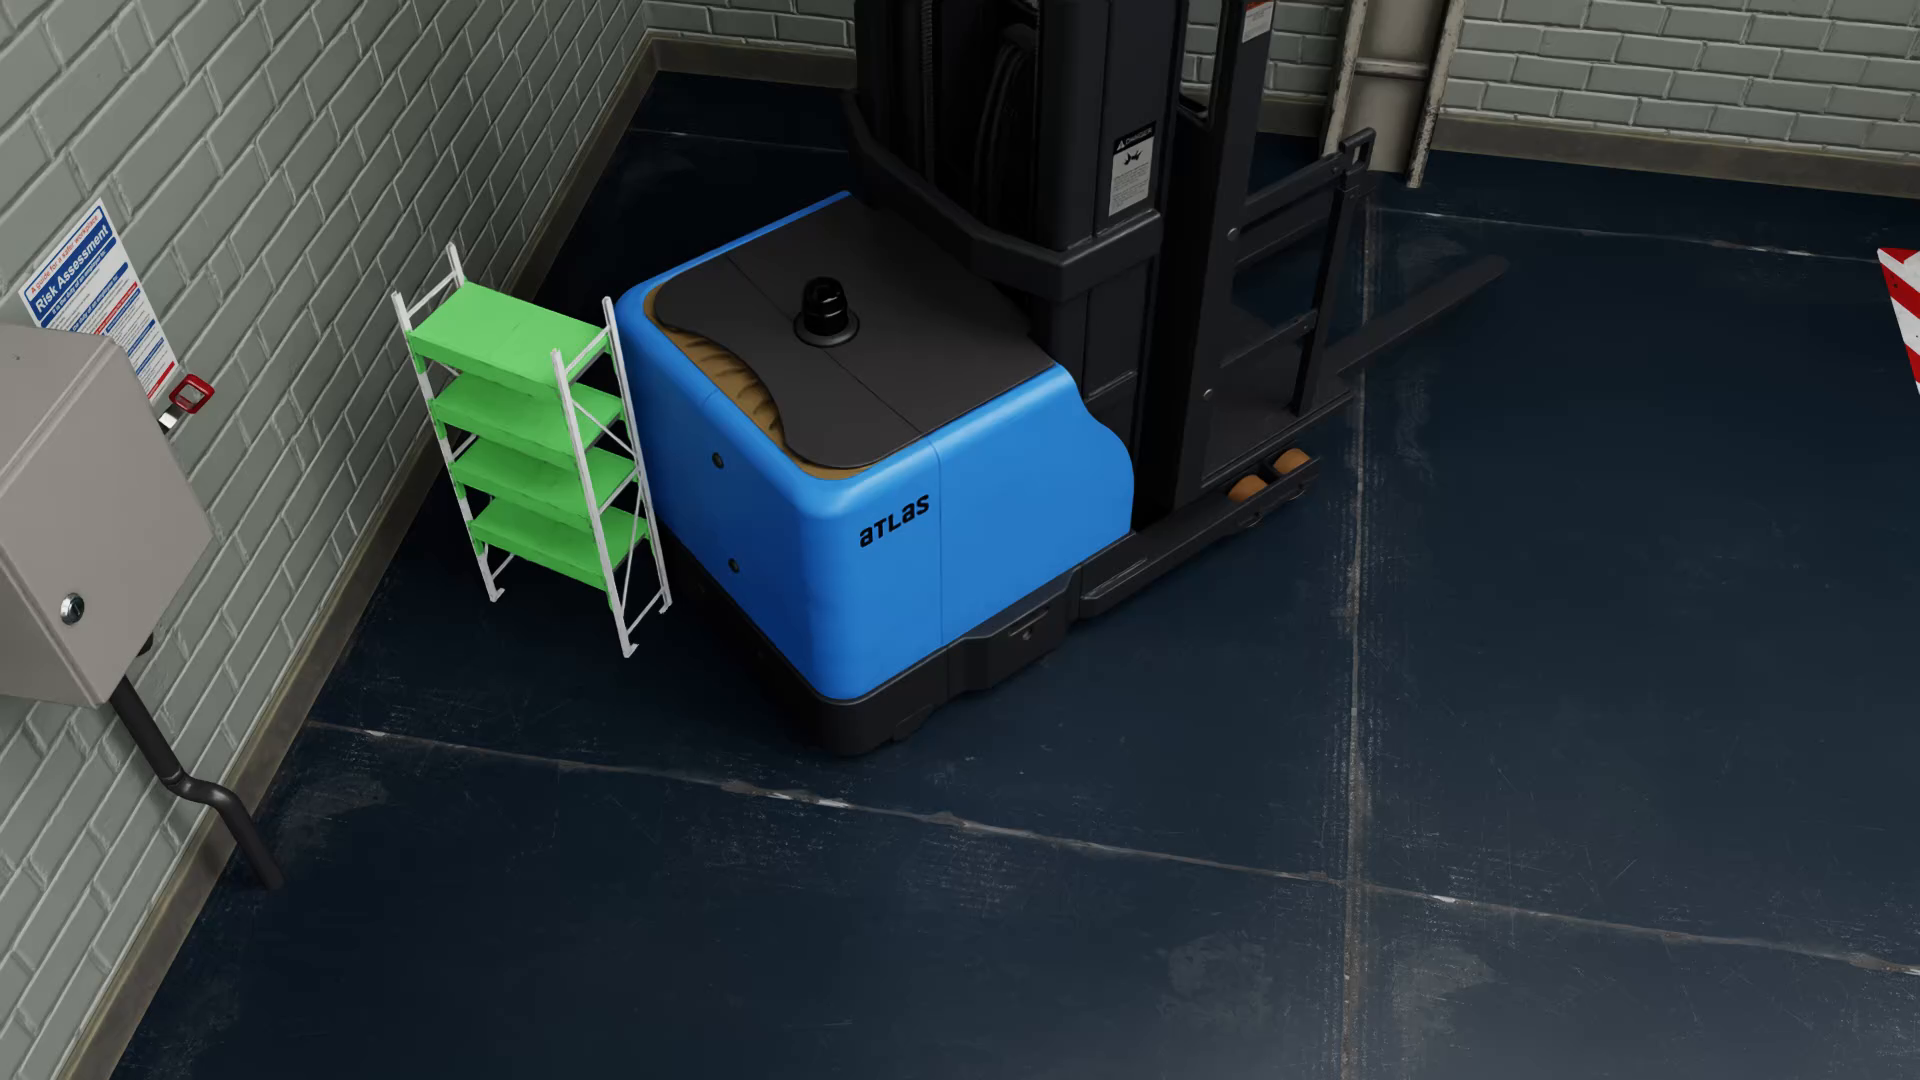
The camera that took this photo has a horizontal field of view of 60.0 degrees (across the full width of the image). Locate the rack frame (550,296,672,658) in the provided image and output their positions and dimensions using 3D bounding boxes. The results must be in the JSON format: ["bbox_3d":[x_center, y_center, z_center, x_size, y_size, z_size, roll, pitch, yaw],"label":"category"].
[{"bbox_3d":[-0.938,-0.131,4.561,0.015,1.200,0.240,20,51,17],"label":"rack frame"}]

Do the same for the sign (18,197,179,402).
[{"bbox_3d":[-1.912,-0.466,3.716,0.001,0.494,0.329,8,49,7],"label":"sign"}]

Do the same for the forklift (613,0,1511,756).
[{"bbox_3d":[0.535,-1.302,4.450,3.031,2.935,1.130,-30,55,-24],"label":"forklift"}]

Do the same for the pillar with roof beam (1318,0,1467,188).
[{"bbox_3d":[0.860,-1.366,0.428,0.400,9.000,9.100,8,49,7],"label":"pillar with roof beam"}]

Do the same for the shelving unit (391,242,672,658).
[{"bbox_3d":[-1.157,-0.212,4.634,0.503,1.200,0.258,20,51,17],"label":"shelving unit"}]

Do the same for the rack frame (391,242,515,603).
[{"bbox_3d":[-1.375,-0.292,4.706,0.015,1.200,0.240,20,51,17],"label":"rack frame"}]

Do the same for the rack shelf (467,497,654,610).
[{"bbox_3d":[-1.157,-0.009,4.860,0.480,0.148,0.258,20,51,17],"label":"rack shelf"}]

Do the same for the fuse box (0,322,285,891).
[{"bbox_3d":[-1.796,0.321,3.811,0.414,1.711,0.539,8,49,7],"label":"fuse box"}]

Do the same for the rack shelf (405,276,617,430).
[{"bbox_3d":[-1.157,-0.490,4.324,0.480,0.148,0.258,20,51,17],"label":"rack shelf"}]

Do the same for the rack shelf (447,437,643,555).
[{"bbox_3d":[-1.157,-0.169,4.681,0.480,0.148,0.258,20,51,17],"label":"rack shelf"}]

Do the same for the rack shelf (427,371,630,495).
[{"bbox_3d":[-1.157,-0.330,4.503,0.480,0.148,0.258,20,51,17],"label":"rack shelf"}]
